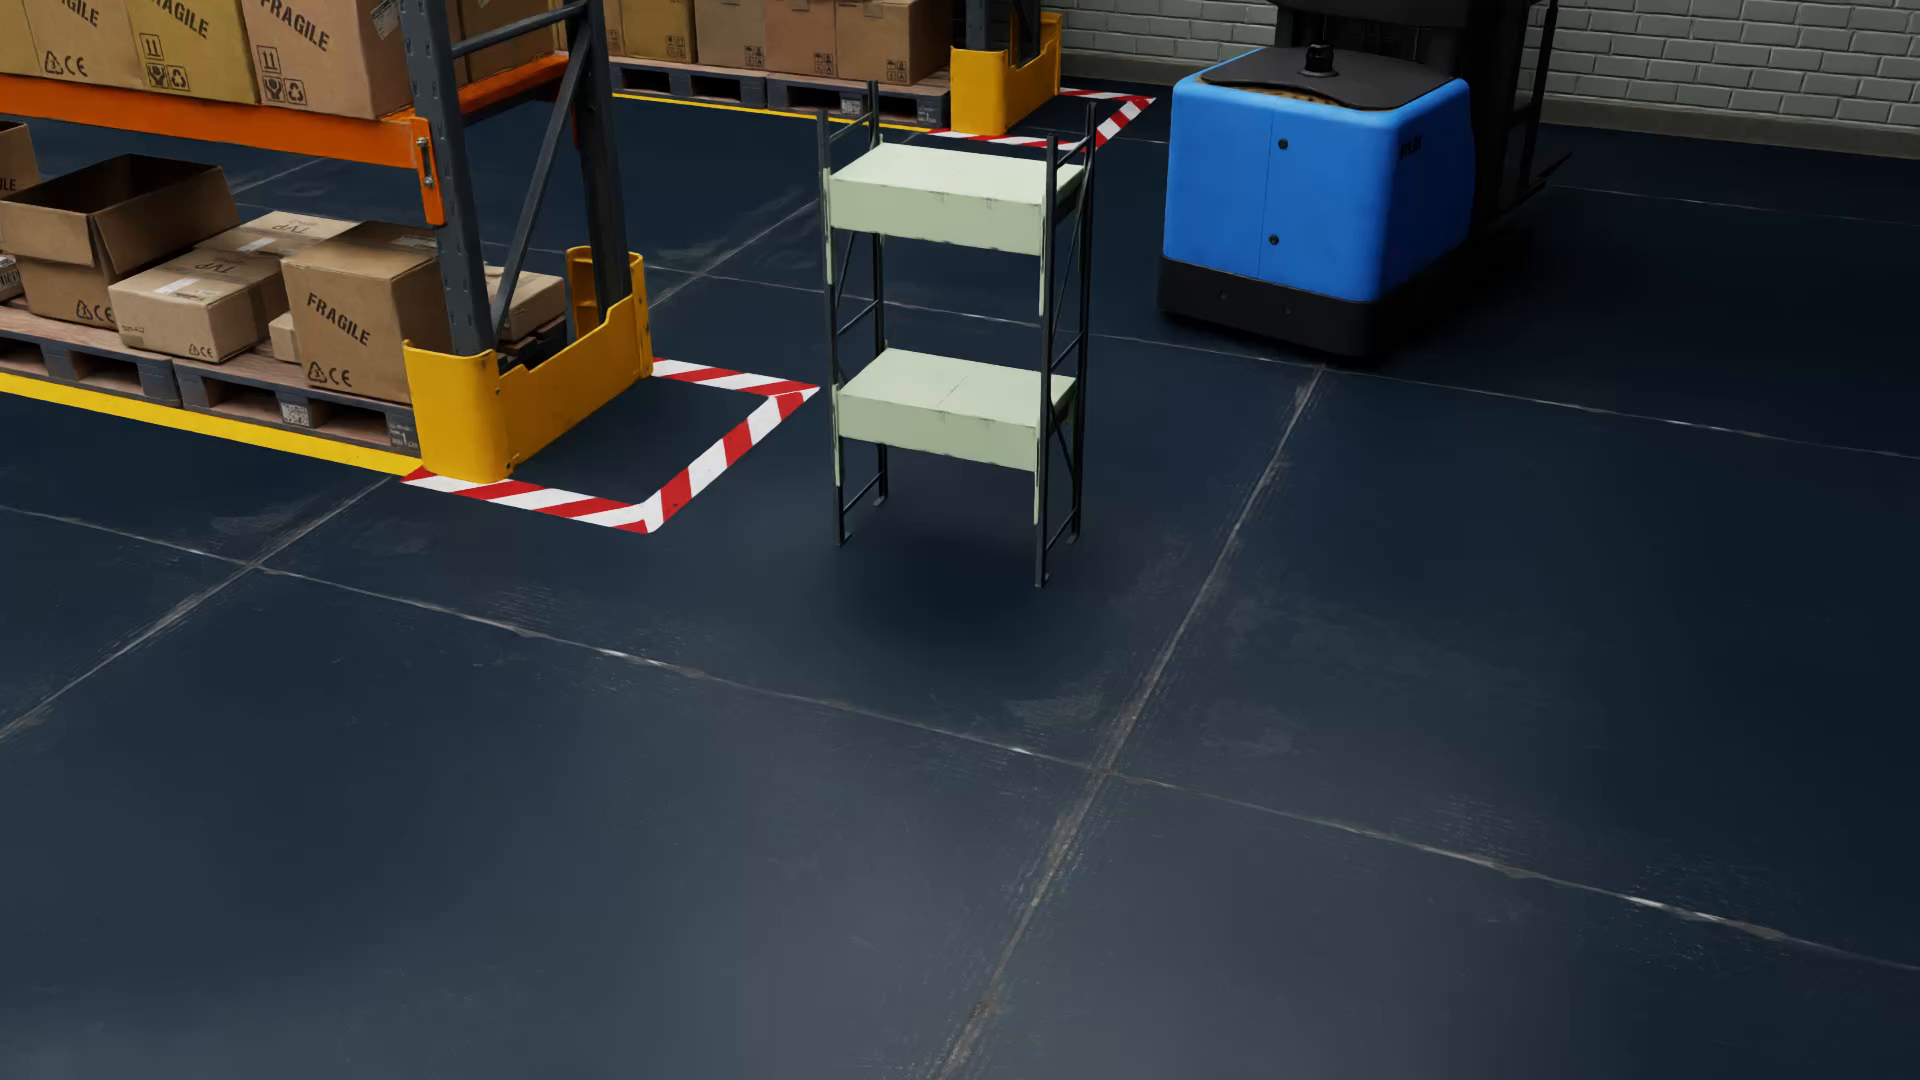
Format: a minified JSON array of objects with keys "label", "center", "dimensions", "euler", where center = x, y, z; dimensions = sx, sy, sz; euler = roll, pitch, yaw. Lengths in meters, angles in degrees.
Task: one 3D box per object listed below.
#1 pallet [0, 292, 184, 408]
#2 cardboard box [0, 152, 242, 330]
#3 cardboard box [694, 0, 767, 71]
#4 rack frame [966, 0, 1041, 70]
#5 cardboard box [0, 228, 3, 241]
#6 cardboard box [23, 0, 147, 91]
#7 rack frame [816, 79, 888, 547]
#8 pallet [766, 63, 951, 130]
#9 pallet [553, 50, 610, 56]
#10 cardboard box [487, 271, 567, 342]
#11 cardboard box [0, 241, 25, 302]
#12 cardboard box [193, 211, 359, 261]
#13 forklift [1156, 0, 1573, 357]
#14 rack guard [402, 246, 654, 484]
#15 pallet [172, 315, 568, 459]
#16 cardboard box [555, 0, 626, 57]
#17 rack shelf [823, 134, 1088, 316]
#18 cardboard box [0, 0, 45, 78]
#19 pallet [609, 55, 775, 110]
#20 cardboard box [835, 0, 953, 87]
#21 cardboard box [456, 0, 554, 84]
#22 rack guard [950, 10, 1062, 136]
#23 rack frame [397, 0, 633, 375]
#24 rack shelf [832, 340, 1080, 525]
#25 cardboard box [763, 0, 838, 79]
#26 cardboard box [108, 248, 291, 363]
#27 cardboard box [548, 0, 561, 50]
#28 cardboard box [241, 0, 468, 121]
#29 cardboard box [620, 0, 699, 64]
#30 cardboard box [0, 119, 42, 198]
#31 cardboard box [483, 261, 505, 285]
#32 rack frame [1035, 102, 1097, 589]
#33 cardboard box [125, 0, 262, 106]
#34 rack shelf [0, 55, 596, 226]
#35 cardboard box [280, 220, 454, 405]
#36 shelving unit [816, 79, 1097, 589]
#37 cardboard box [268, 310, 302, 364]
[{"label":"pallet","center":[-3.516,-0.960,7.233],"dimensions":[1.213,0.211,1.003],"euler":[11,31,19]},{"label":"cardboard box","center":[-3.544,-1.286,7.066],"dimensions":[0.637,0.503,0.797],"euler":[11,31,19]},{"label":"cardboard box","center":[-1.337,-3.409,10.847],"dimensions":[0.500,0.500,0.700],"euler":[10,31,17]},{"label":"rack frame","center":[0.279,-4.045,9.859],"dimensions":[0.127,3.000,1.000],"euler":[11,31,19]},{"label":"cardboard box","center":[-3.957,-1.432,7.521],"dimensions":[0.500,0.311,0.500],"euler":[11,31,19]},{"label":"cardboard box","center":[-3.040,-1.978,6.099],"dimensions":[0.500,0.500,0.500],"euler":[12,31,20]},{"label":"rack frame","center":[-0.345,-0.722,5.503],"dimensions":[0.023,1.500,0.400],"euler":[11,31,19]},{"label":"pallet","center":[-0.491,-2.944,10.744],"dimensions":[1.213,0.211,1.003],"euler":[11,31,19]},{"label":"pallet","center":[-2.752,-3.395,11.542],"dimensions":[1.213,0.211,1.003],"euler":[11,31,19]},{"label":"cardboard box","center":[-1.839,-0.971,6.869],"dimensions":[0.250,0.149,0.380],"euler":[11,31,19]},{"label":"cardboard box","center":[-4.174,-1.152,7.173],"dimensions":[0.250,0.166,0.380],"euler":[11,31,19]},{"label":"cardboard box","center":[-2.904,-1.196,7.164],"dimensions":[0.500,0.250,0.500],"euler":[11,31,19]},{"label":"forklift","center":[2.165,-2.710,7.566],"dimensions":[1.130,2.935,3.031],"euler":[20,35,31]},{"label":"rack guard","center":[-1.650,-0.712,6.502],"dimensions":[0.348,0.500,1.175],"euler":[11,31,19]},{"label":"pallet","center":[-2.390,-0.733,6.833],"dimensions":[1.213,0.211,1.003],"euler":[11,31,19]},{"label":"cardboard box","center":[-2.309,-3.601,11.185],"dimensions":[0.500,0.500,0.700],"euler":[11,31,19]},{"label":"rack shelf","center":[-0.006,-0.994,5.191],"dimensions":[0.720,0.370,0.431],"euler":[11,31,19]},{"label":"cardboard box","center":[-3.507,-2.071,6.264],"dimensions":[0.500,0.500,0.500],"euler":[11,31,18]},{"label":"pallet","center":[-1.618,-3.170,11.144],"dimensions":[1.213,0.211,1.003],"euler":[11,31,19]},{"label":"cardboard box","center":[-0.407,-3.224,10.519],"dimensions":[0.500,0.500,0.700],"euler":[11,31,19]},{"label":"cardboard box","center":[-1.892,-2.032,6.195],"dimensions":[0.500,0.500,0.500],"euler":[12,32,20]},{"label":"rack guard","center":[0.301,-2.953,10.466],"dimensions":[0.348,0.500,1.175],"euler":[11,31,19]},{"label":"rack frame","center":[-1.580,-1.786,5.862],"dimensions":[0.127,3.000,1.000],"euler":[11,31,19]},{"label":"rack shelf","center":[-0.006,-0.370,5.544],"dimensions":[0.720,0.370,0.431],"euler":[11,31,19]},{"label":"cardboard box","center":[-0.871,-3.317,10.683],"dimensions":[0.500,0.500,0.700],"euler":[11,31,19]},{"label":"cardboard box","center":[-3.045,-0.958,6.744],"dimensions":[0.500,0.250,0.500],"euler":[11,31,19]},{"label":"cardboard box","center":[-2.773,-3.695,11.352],"dimensions":[0.500,0.500,0.700],"euler":[12,32,20]},{"label":"cardboard box","center":[-2.097,-1.788,5.764],"dimensions":[0.500,0.500,0.500],"euler":[12,32,21]},{"label":"cardboard box","center":[-1.834,-3.505,11.015],"dimensions":[0.500,0.500,0.700],"euler":[12,32,20]},{"label":"cardboard box","center":[-4.652,-1.653,7.720],"dimensions":[0.500,0.500,0.500],"euler":[11,31,19]},{"label":"cardboard box","center":[-2.070,-1.025,6.947],"dimensions":[0.250,0.166,0.380],"euler":[11,31,19]},{"label":"rack frame","center":[0.333,-0.586,5.263],"dimensions":[0.023,1.500,0.400],"euler":[11,31,19]},{"label":"cardboard box","center":[-2.579,-1.883,5.931],"dimensions":[0.500,0.500,0.500],"euler":[12,31,20]},{"label":"rack shelf","center":[-3.433,-1.843,6.693],"dimensions":[4.000,0.370,1.077],"euler":[11,31,19]},{"label":"cardboard box","center":[-2.176,-0.878,6.348],"dimensions":[0.500,0.500,0.500],"euler":[11,31,19]},{"label":"shelving unit","center":[-0.006,-0.654,5.383],"dimensions":[0.755,1.500,0.431],"euler":[11,31,19]},{"label":"cardboard box","center":[-2.518,-0.848,6.635],"dimensions":[0.250,0.166,0.380],"euler":[11,31,19]}]
